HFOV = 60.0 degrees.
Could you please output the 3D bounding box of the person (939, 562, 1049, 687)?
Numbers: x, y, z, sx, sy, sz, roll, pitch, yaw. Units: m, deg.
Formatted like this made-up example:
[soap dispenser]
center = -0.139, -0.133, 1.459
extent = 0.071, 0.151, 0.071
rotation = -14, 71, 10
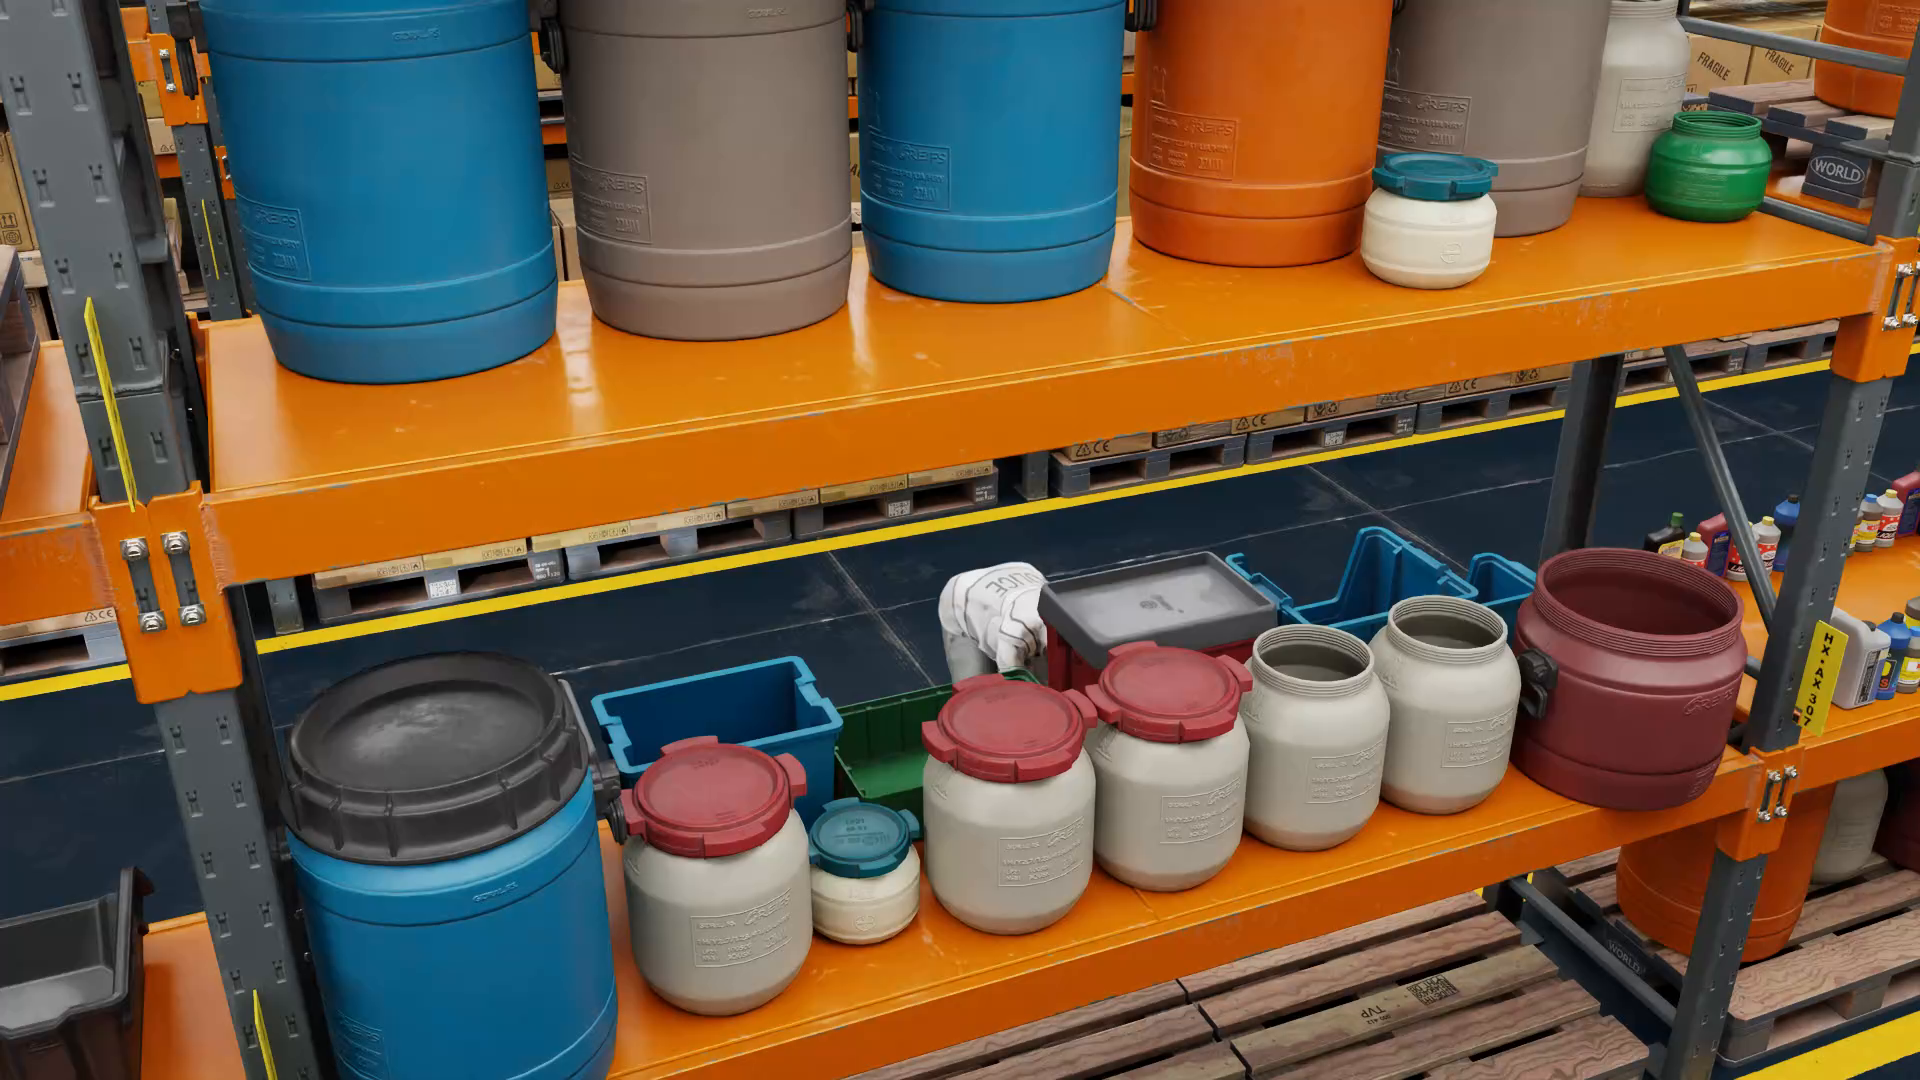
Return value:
[person]
center = 0.255, 0.621, 6.548
extent = 0.495, 1.049, 0.936
rotation = -12, 29, -23
